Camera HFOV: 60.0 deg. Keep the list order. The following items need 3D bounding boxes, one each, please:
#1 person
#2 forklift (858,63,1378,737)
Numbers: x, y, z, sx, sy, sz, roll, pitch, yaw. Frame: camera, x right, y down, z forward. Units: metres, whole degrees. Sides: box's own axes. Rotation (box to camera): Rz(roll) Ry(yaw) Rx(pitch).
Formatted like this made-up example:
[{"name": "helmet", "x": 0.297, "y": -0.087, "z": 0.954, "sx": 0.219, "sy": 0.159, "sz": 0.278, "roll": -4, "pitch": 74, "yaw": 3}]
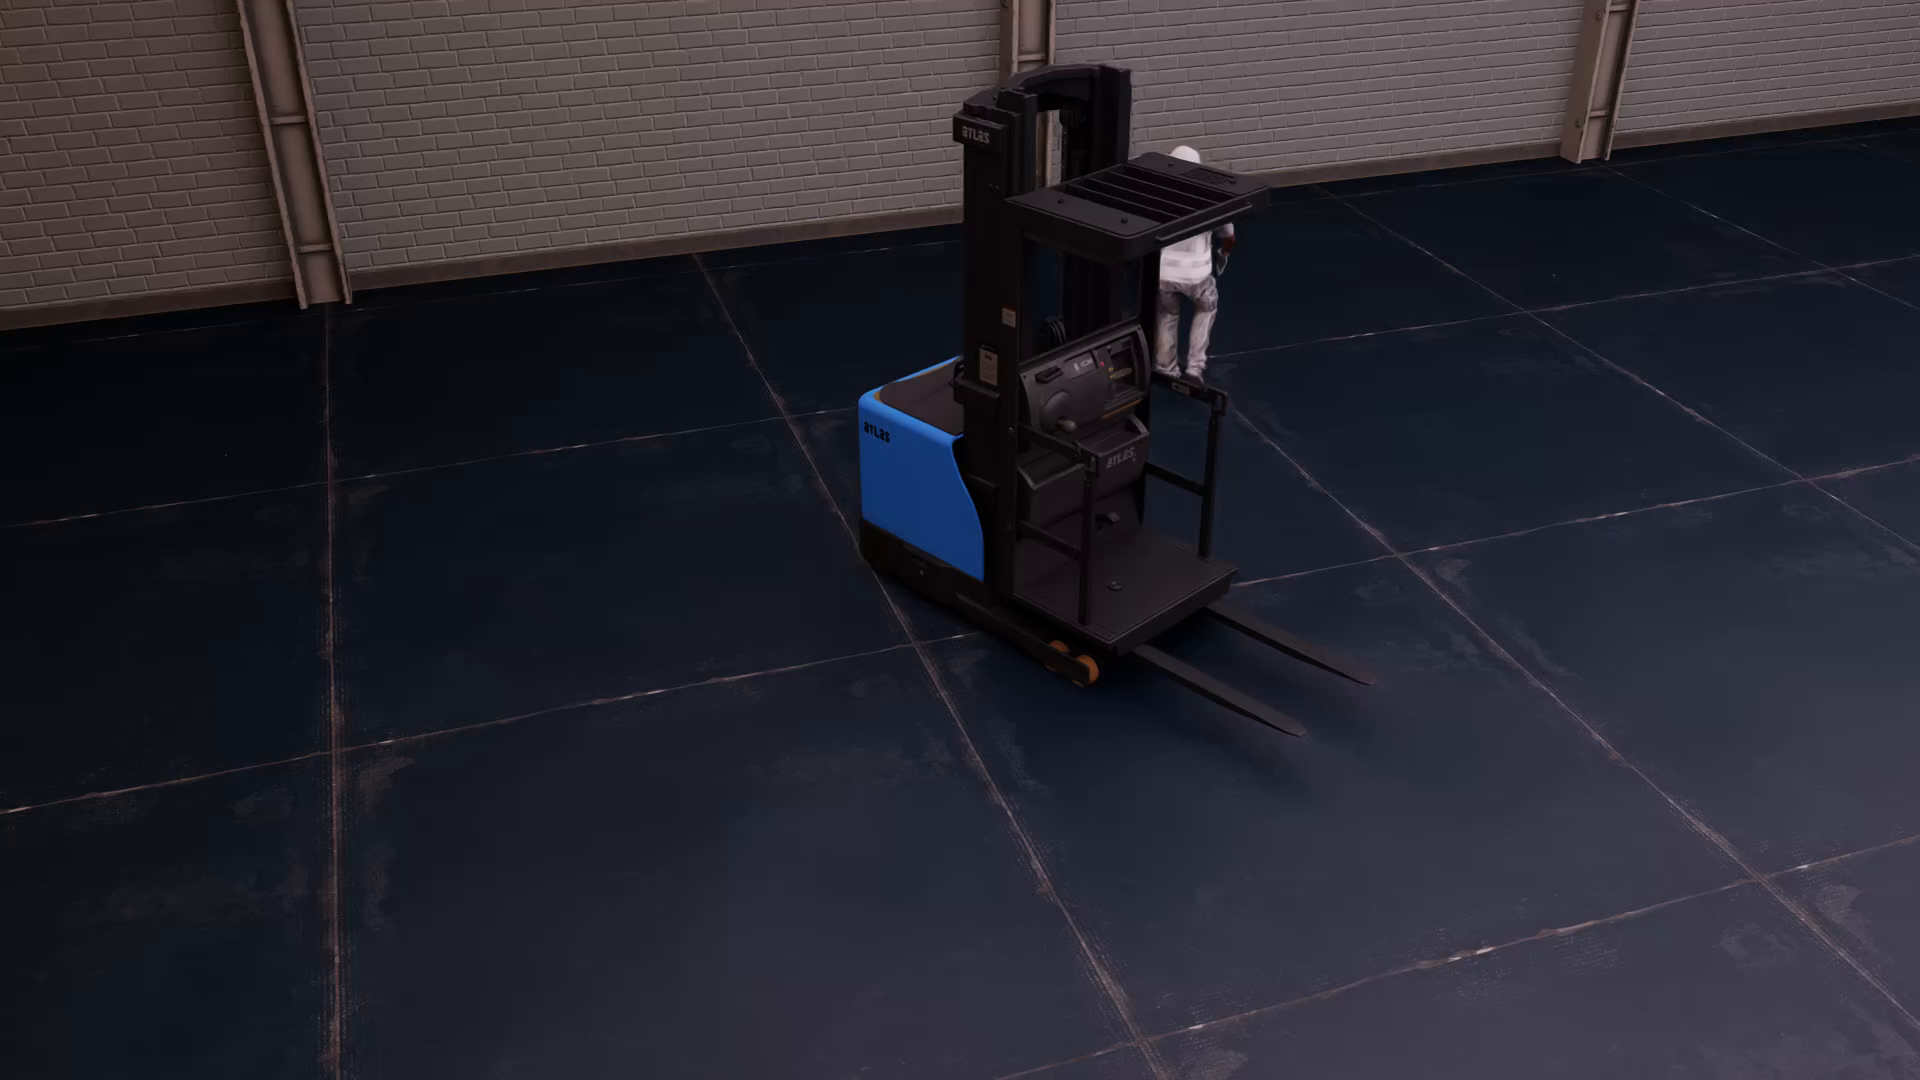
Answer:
[{"name": "person", "x": 1.503, "y": -1.891, "z": 11.563, "sx": 0.802, "sy": 1.746, "sz": 0.492, "roll": 10, "pitch": 31, "yaw": 17}, {"name": "forklift", "x": 0.804, "y": -0.794, "z": 8.466, "sx": 1.130, "sy": 2.935, "sz": 3.031, "roll": -26, "pitch": 39, "yaw": -37}]
